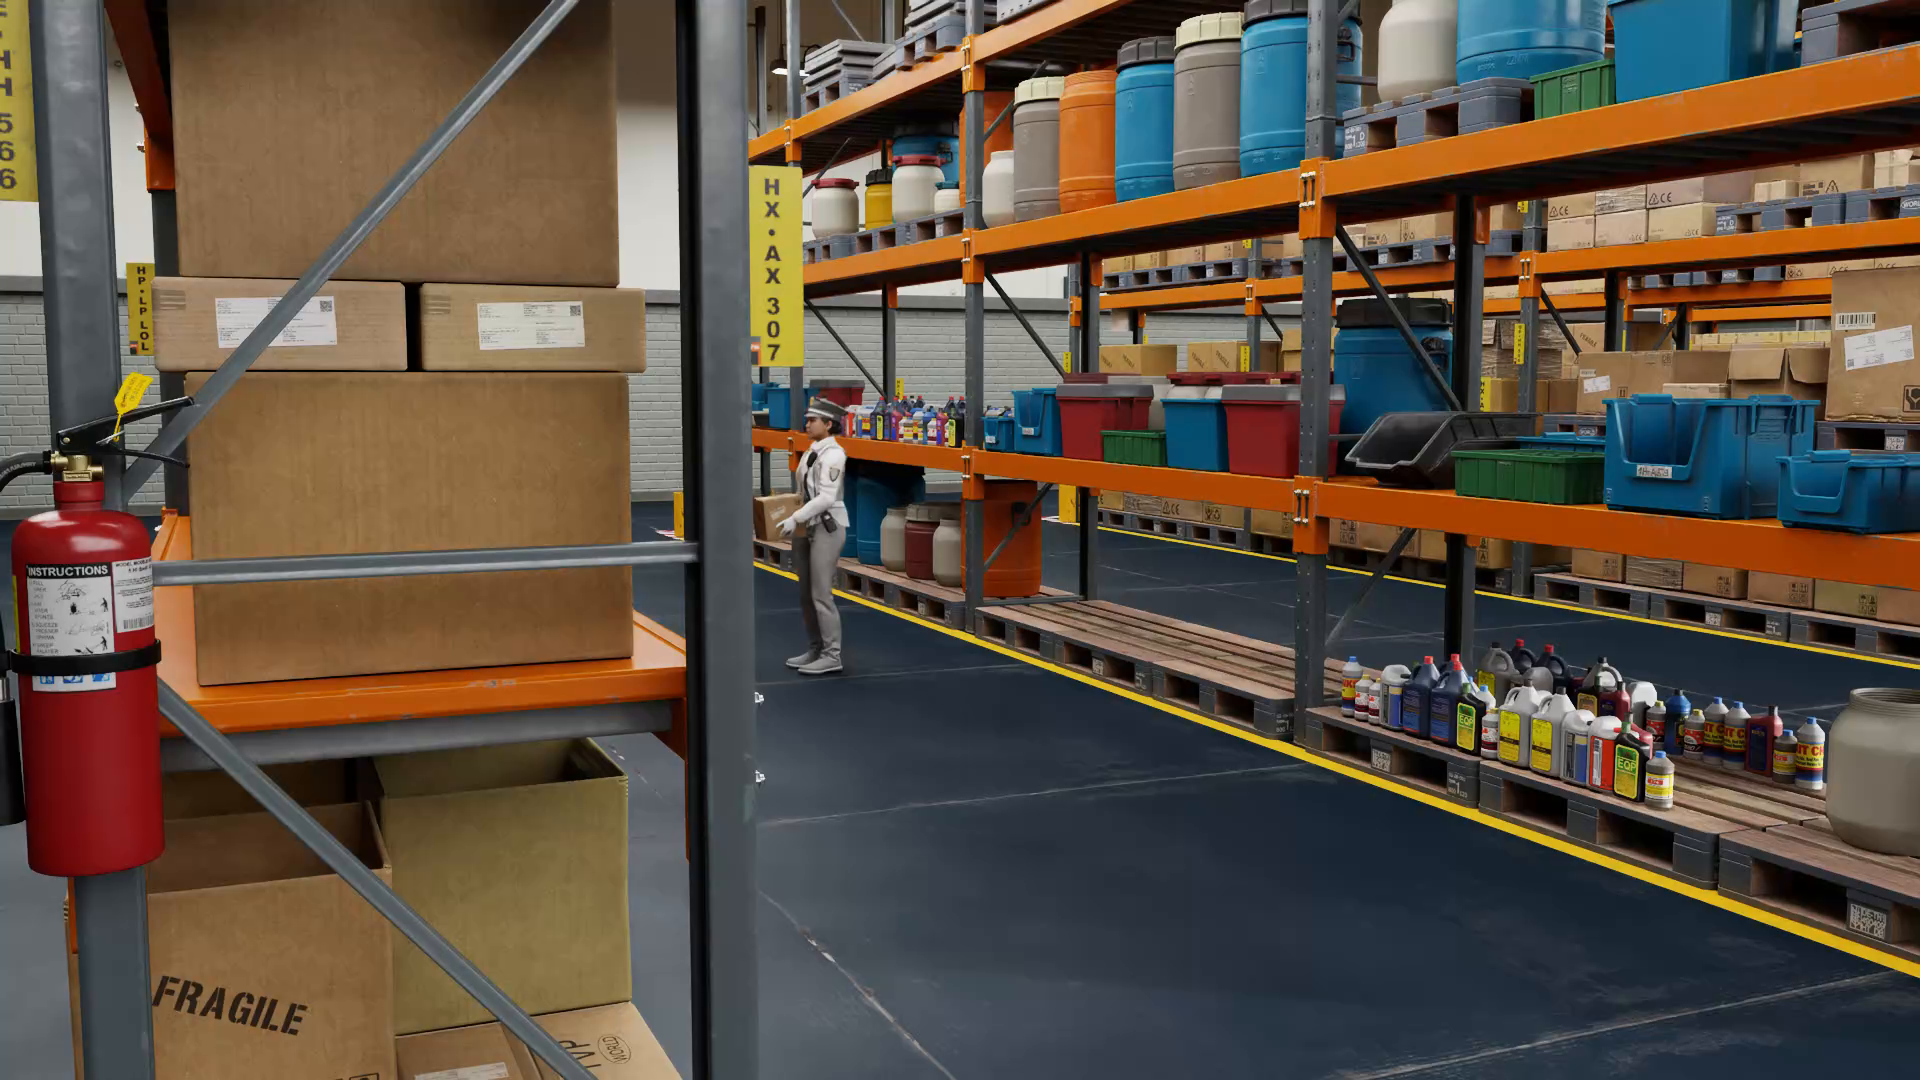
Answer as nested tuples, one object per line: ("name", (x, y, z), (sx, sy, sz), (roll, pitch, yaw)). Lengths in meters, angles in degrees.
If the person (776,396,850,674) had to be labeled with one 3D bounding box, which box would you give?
("person", (-0.930, -0.036, 10.207), (0.504, 1.692, 0.485), (-2, 6, -24))
